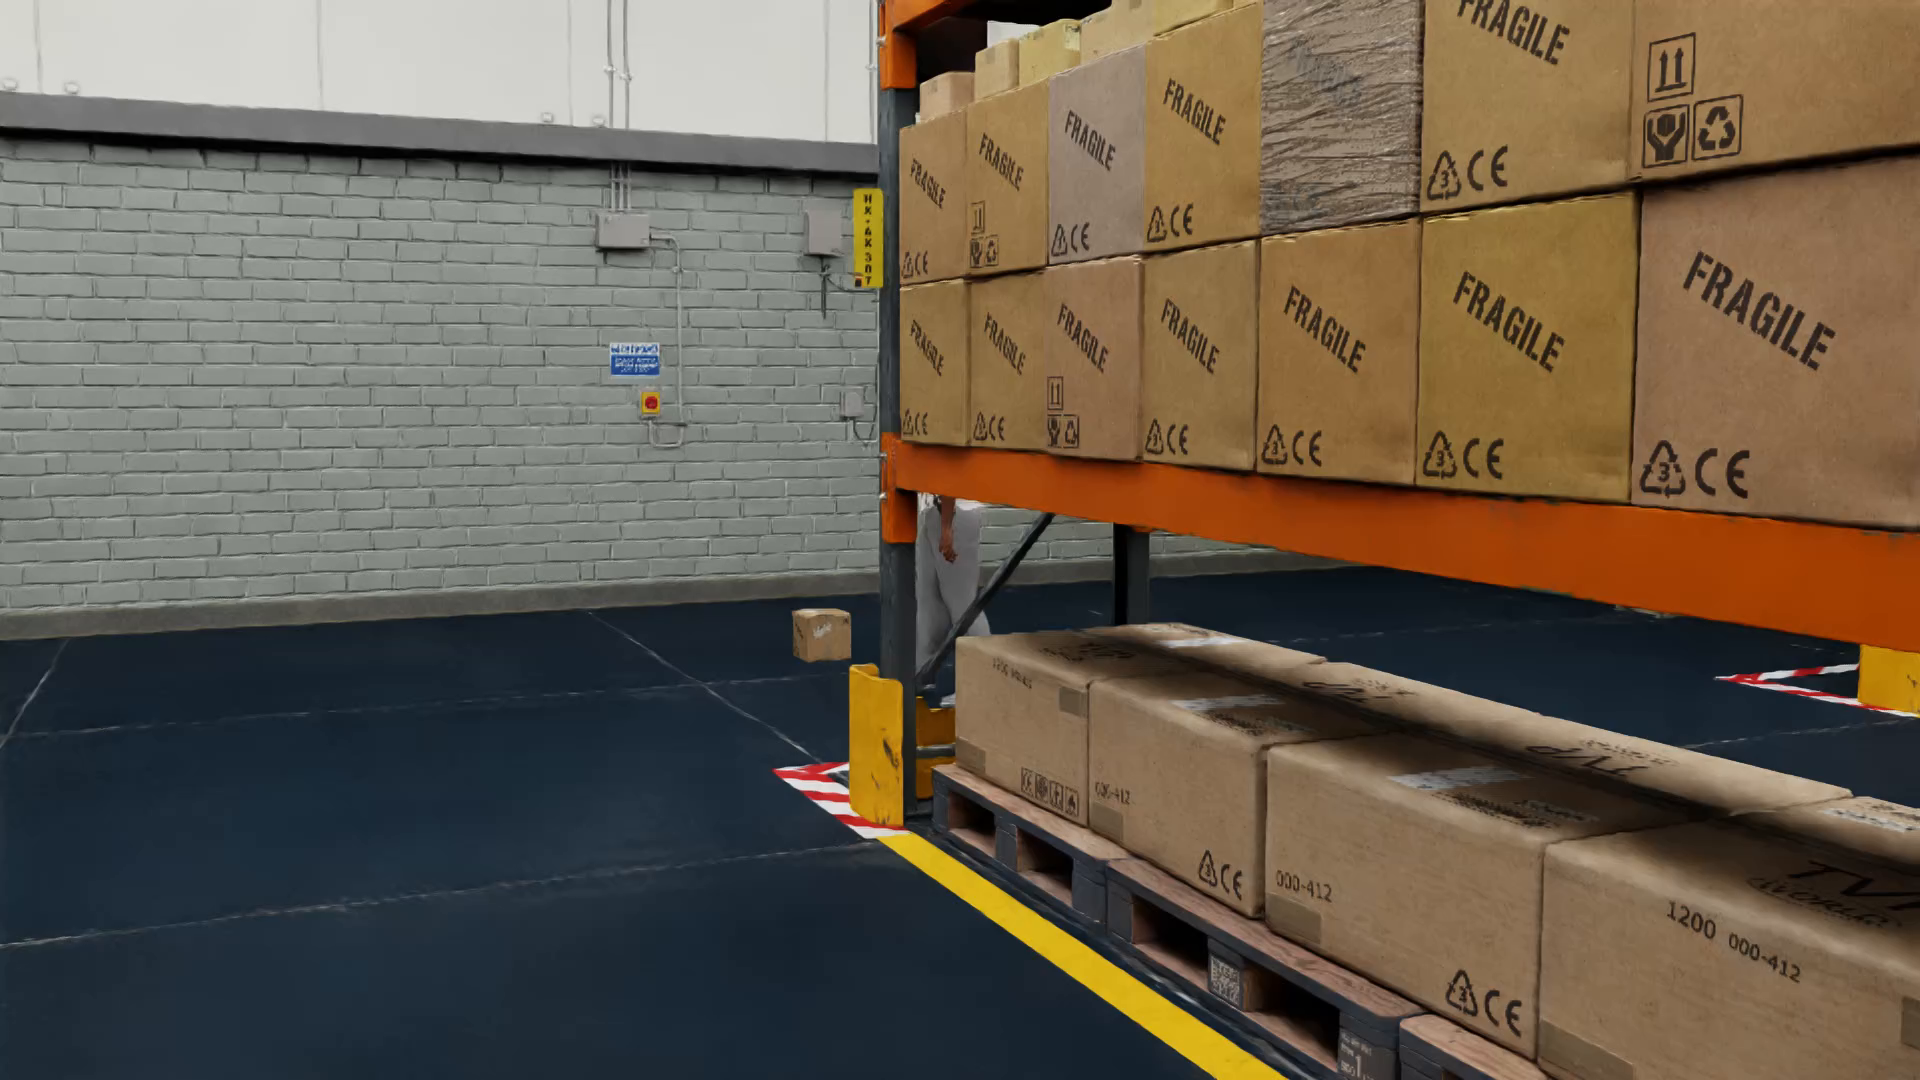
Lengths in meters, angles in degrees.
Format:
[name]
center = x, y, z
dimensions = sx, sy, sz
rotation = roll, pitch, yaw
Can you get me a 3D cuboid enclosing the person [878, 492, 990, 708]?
[person]
center = -0.123, -0.091, 7.713
dimensions = 0.571, 1.663, 0.640
rotation = 0, 5, 1
